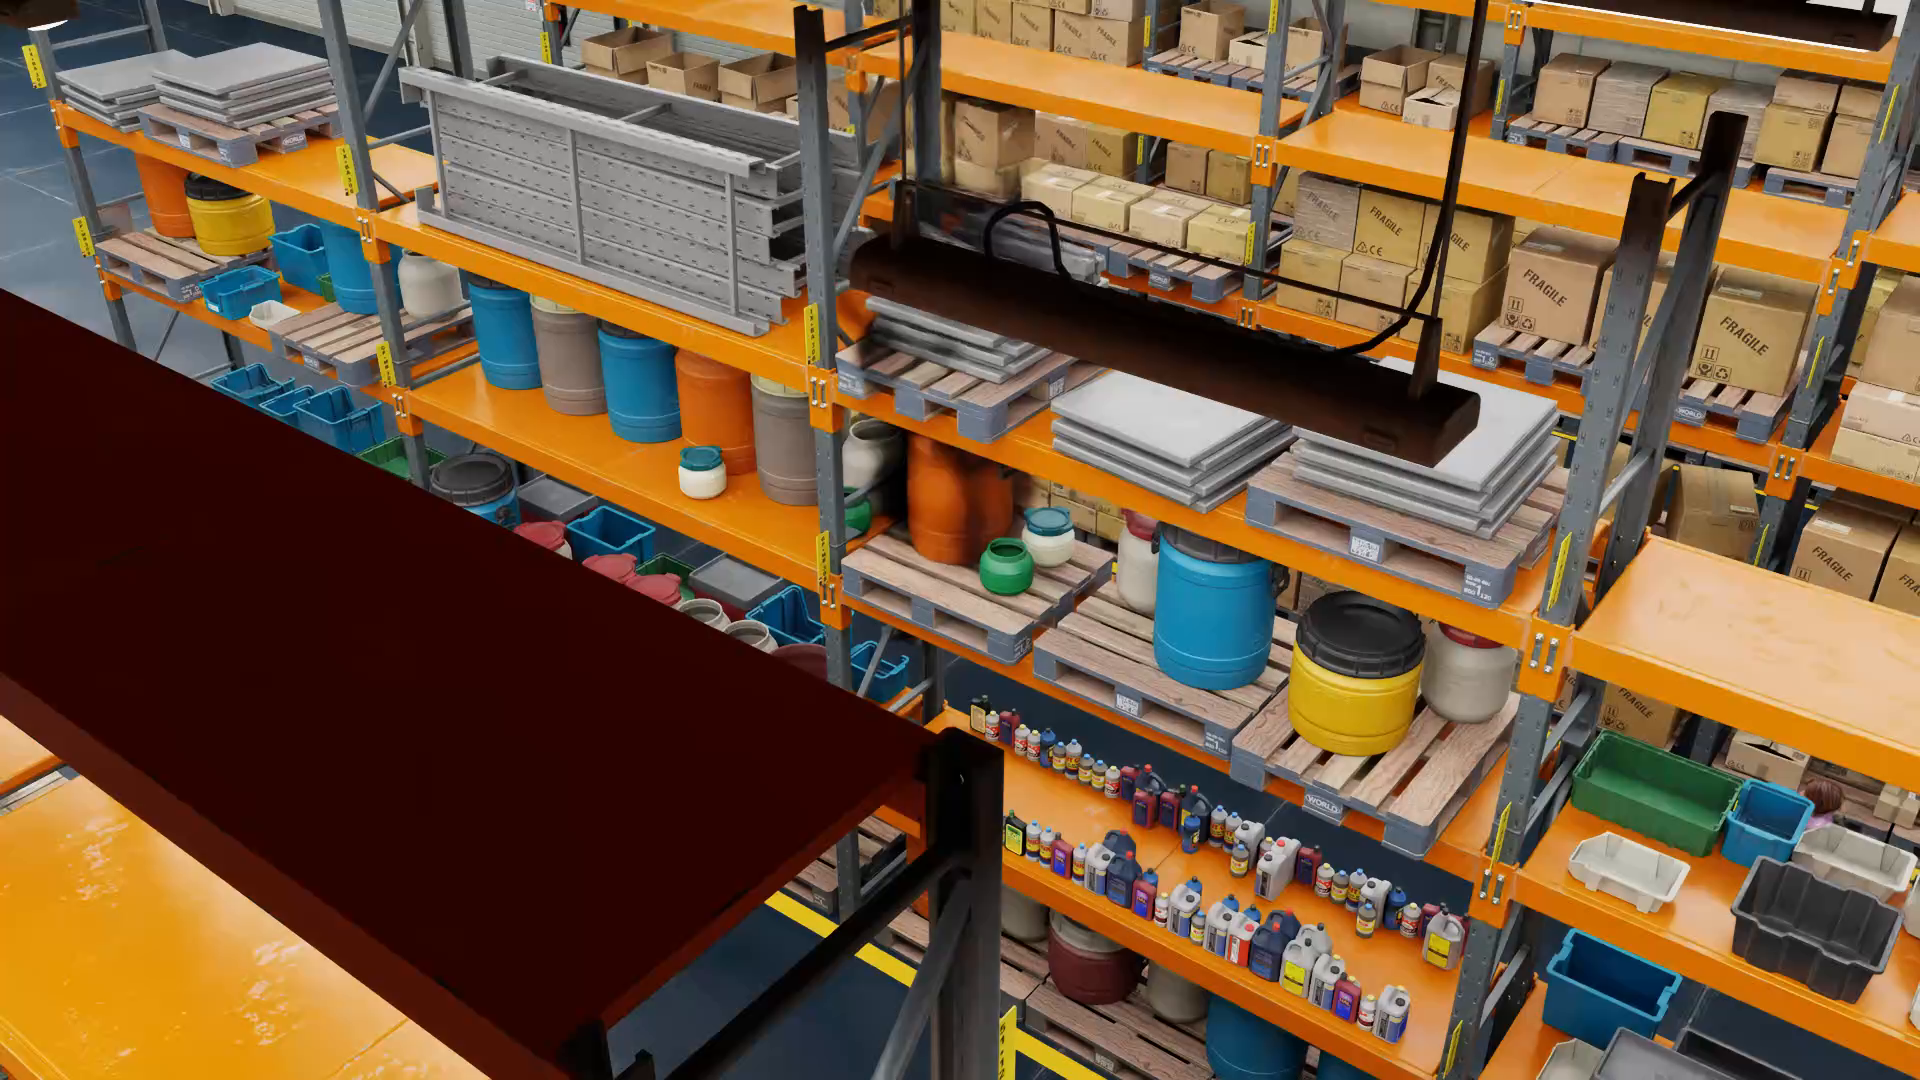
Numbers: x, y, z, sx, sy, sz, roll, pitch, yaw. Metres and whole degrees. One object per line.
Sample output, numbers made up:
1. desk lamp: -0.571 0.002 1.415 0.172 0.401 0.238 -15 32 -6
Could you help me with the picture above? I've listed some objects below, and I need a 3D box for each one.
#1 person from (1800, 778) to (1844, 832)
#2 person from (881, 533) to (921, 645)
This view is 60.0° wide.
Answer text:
1. person: 5.143 2.081 10.368 0.555 1.553 0.532 10 33 16
2. person: -0.609 0.028 13.029 0.694 1.810 0.680 13 34 21
